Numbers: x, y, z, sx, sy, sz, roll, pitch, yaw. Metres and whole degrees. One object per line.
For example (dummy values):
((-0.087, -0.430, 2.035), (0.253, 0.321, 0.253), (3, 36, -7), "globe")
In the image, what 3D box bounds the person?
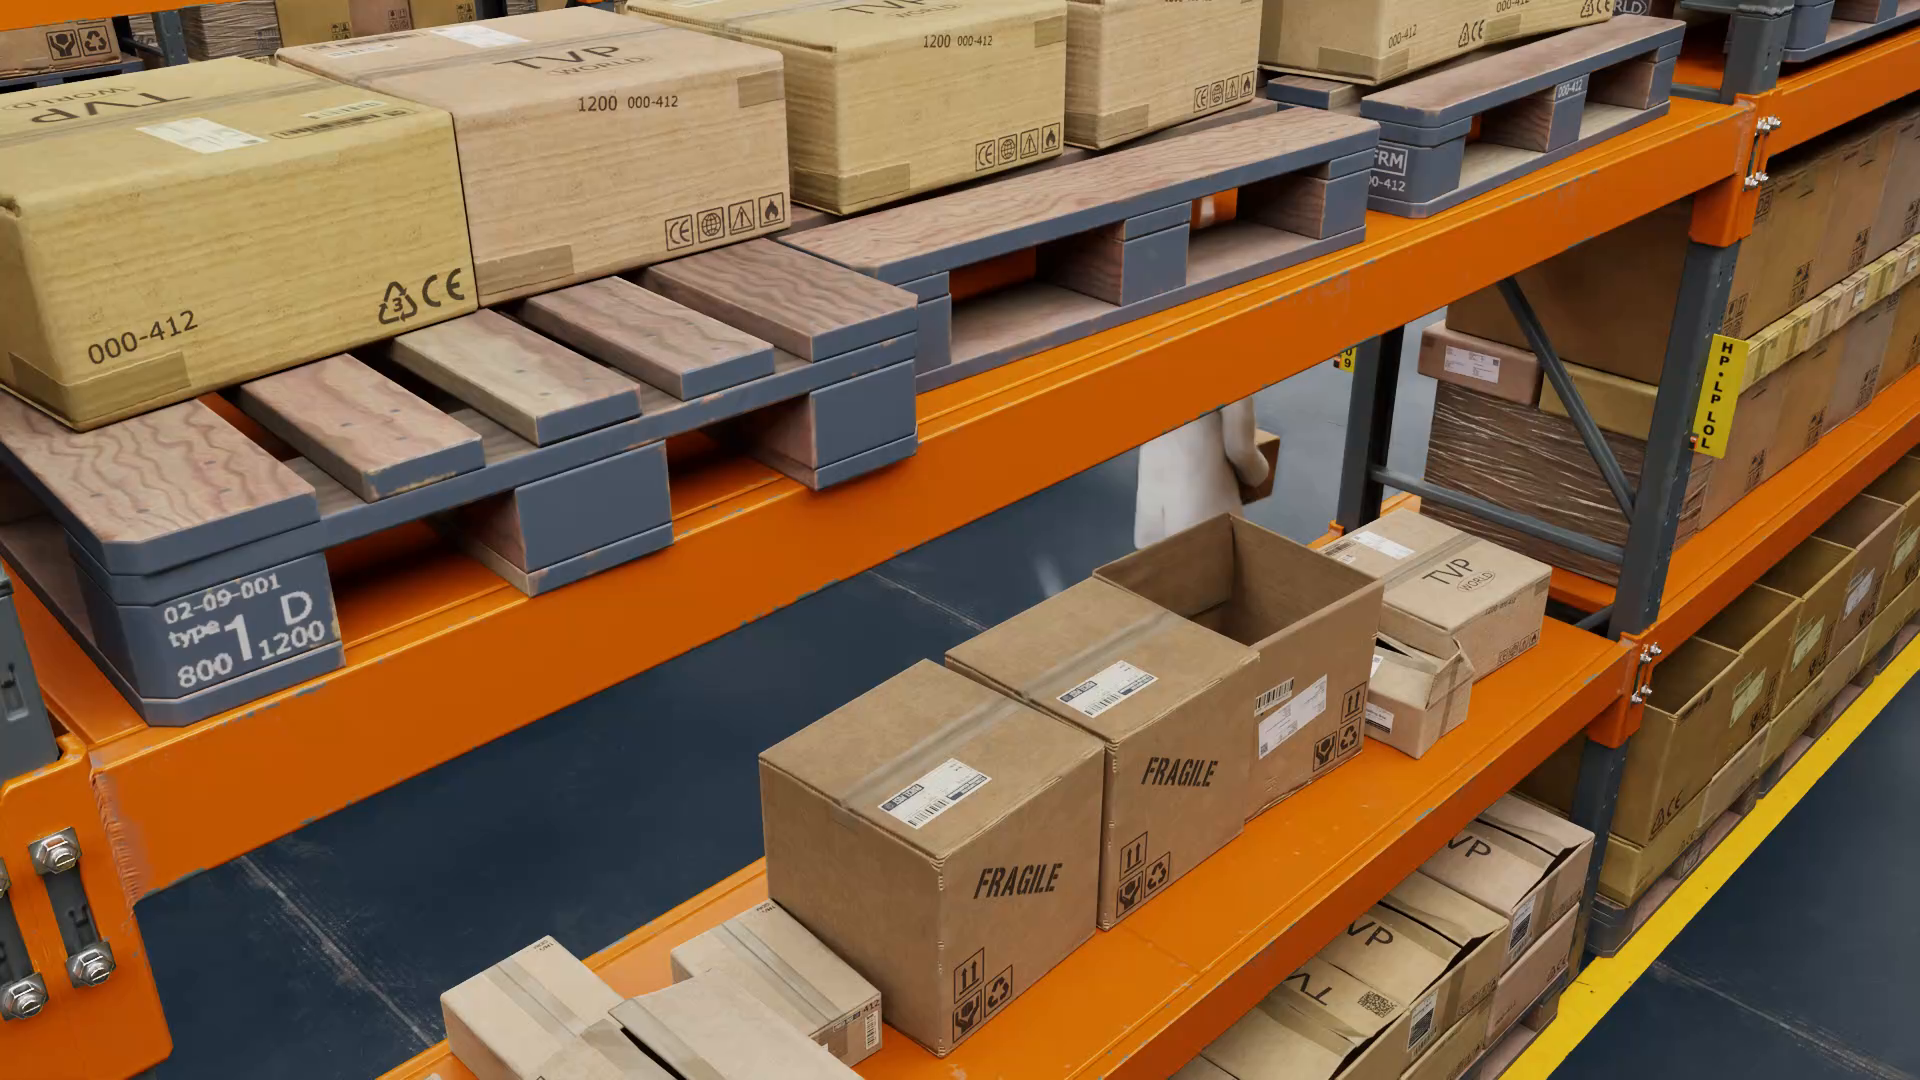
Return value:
((0.938, -0.183, 6.480), (0.566, 1.782, 0.499), (24, 36, 39), "person")
